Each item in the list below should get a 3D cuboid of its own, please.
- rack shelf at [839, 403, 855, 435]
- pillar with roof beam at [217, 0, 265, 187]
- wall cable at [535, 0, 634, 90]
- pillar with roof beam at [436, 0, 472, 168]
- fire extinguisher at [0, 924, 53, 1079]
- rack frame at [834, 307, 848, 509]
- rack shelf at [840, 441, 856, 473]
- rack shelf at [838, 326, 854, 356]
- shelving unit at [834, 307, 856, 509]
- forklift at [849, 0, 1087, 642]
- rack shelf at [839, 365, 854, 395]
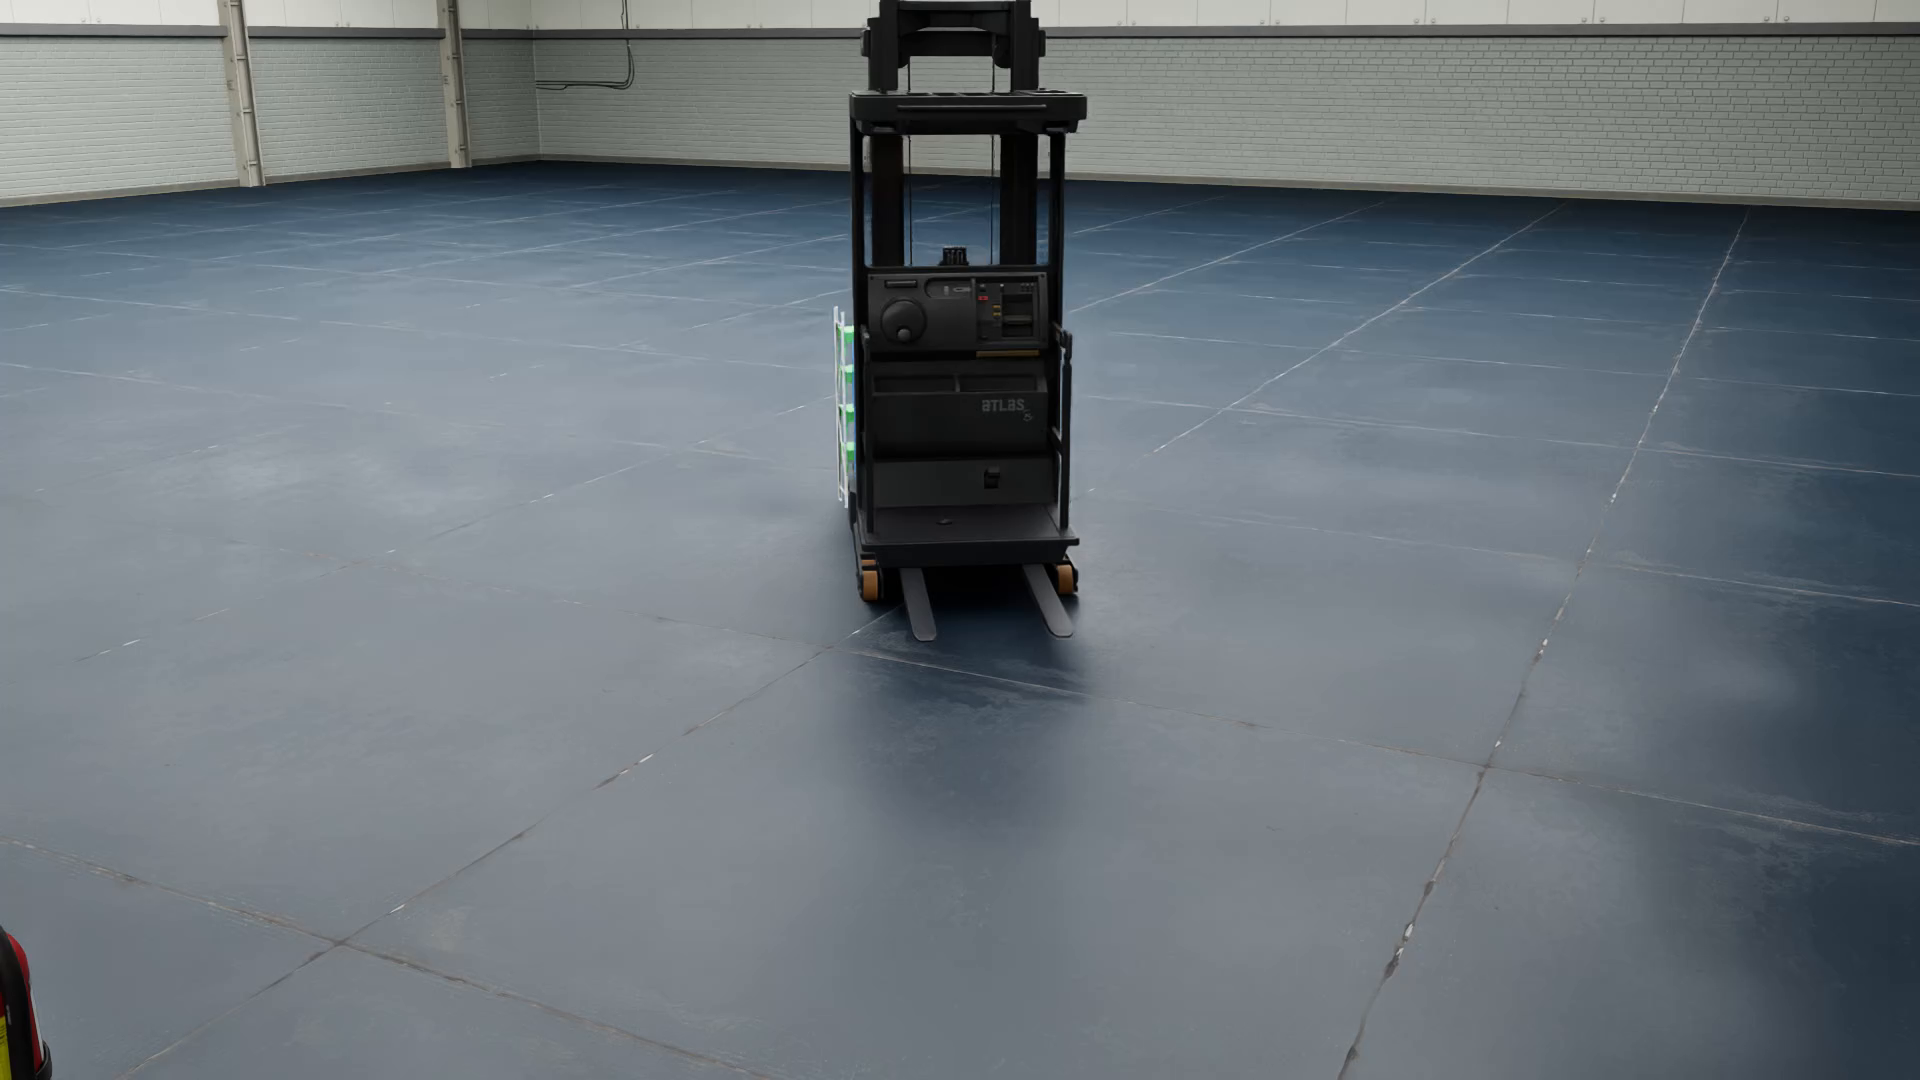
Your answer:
[{"bbox_3d":[-0.485,-0.757,10.188,0.480,0.148,0.258,-4,17,-14],"label":"rack shelf"},{"bbox_3d":[-10.473,-10.936,30.539,9.100,9.000,0.400,8,18,25],"label":"pillar with roof beam"},{"bbox_3d":[-9.143,-12.106,39.931,3.097,2.526,0.112,8,18,25],"label":"wall cable"},{"bbox_3d":[-7.791,-12.464,35.685,9.100,9.000,0.400,8,18,25],"label":"pillar with roof beam"},{"bbox_3d":[-1.294,0.661,2.165,0.296,0.674,0.183,8,18,25],"label":"fire extinguisher"},{"bbox_3d":[-0.721,-0.801,10.110,0.015,1.200,0.240,-4,17,-14],"label":"rack frame"},{"bbox_3d":[-0.485,-0.527,10.254,0.480,0.148,0.258,-4,17,-14],"label":"rack shelf"},{"bbox_3d":[-0.486,-1.219,10.054,0.480,0.148,0.258,-4,17,-14],"label":"rack shelf"},{"bbox_3d":[-0.485,-0.819,10.170,0.503,1.200,0.258,-4,17,-14],"label":"shelving unit"},{"bbox_3d":[0.013,-1.189,8.379,1.130,2.935,3.031,-2,17,-5],"label":"forklift"},{"bbox_3d":[-0.486,-0.988,10.121,0.480,0.148,0.258,-4,17,-14],"label":"rack shelf"}]
